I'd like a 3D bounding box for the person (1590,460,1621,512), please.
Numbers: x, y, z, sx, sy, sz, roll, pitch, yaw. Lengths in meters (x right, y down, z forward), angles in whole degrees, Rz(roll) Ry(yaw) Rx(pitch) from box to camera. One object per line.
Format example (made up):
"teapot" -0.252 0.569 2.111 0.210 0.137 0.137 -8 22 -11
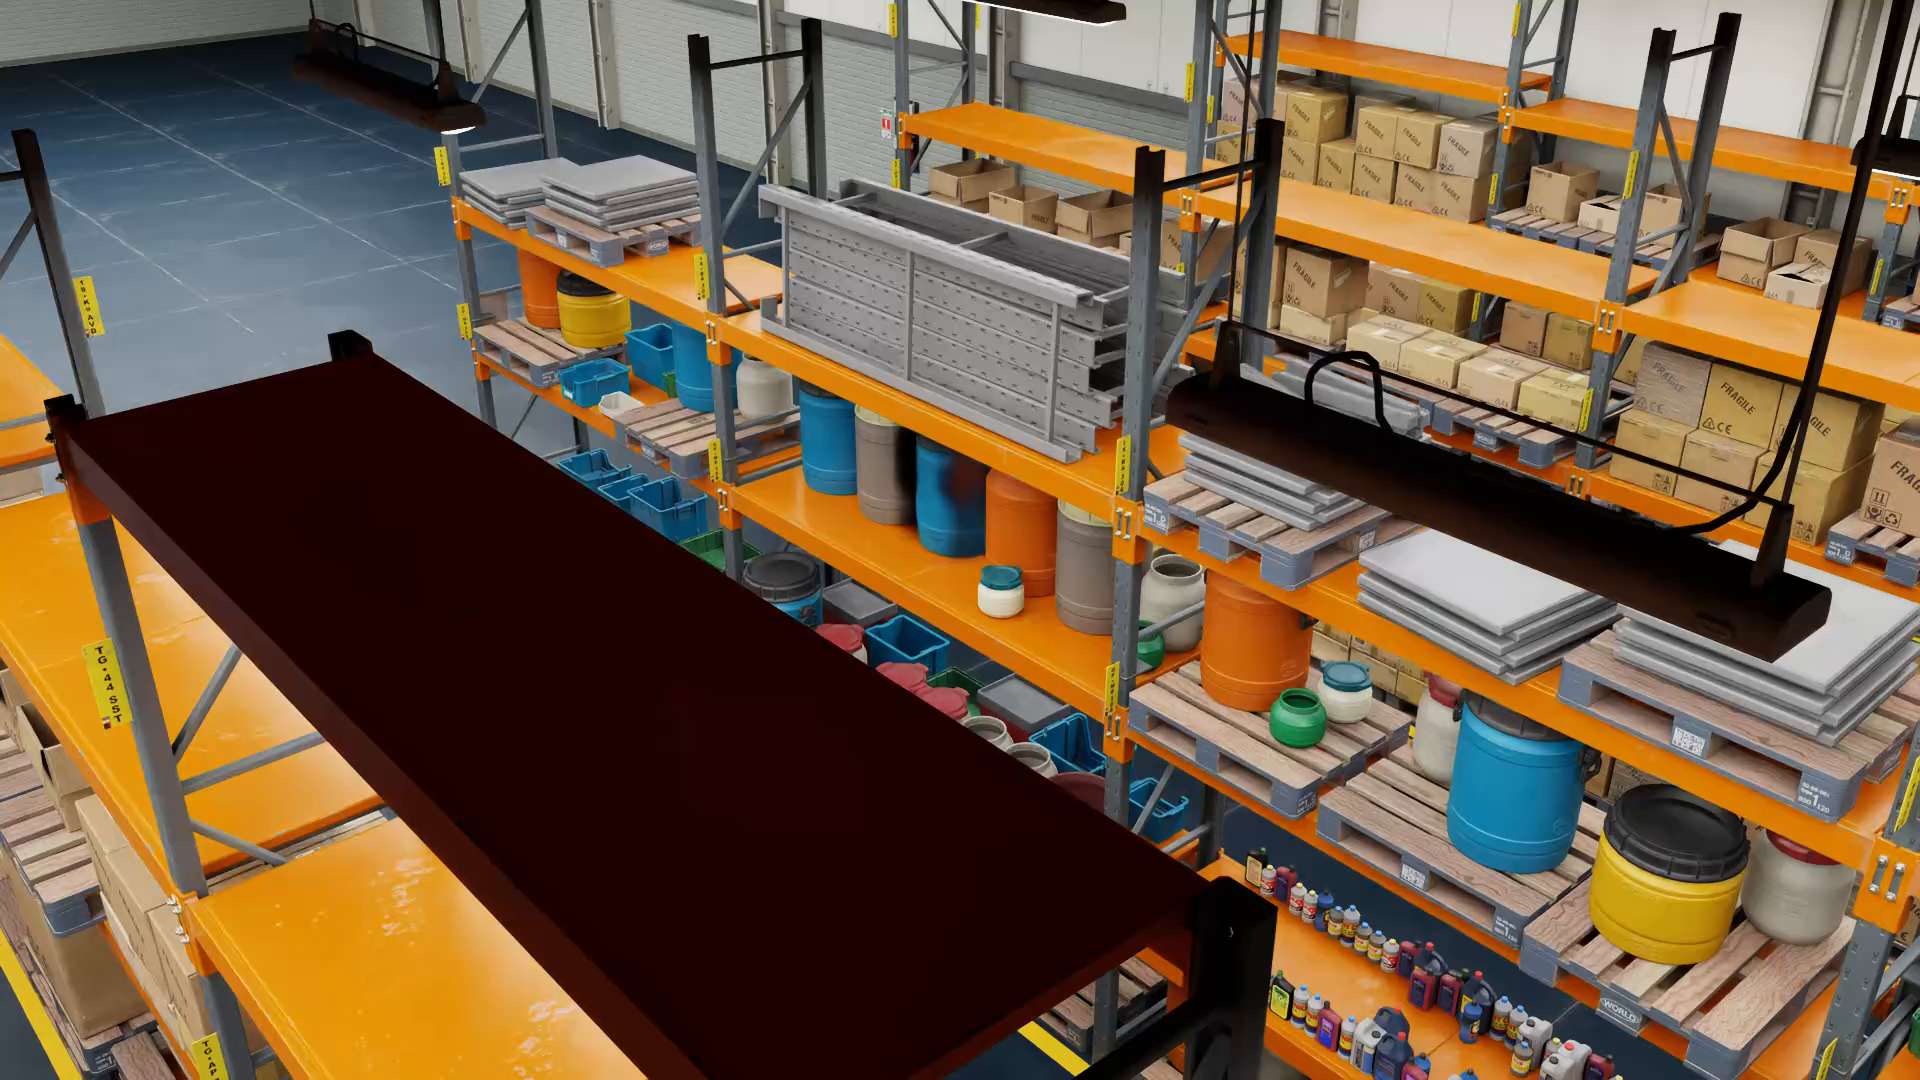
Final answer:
"person" 6.161 -0.060 15.919 0.952 1.595 0.557 23 35 37
